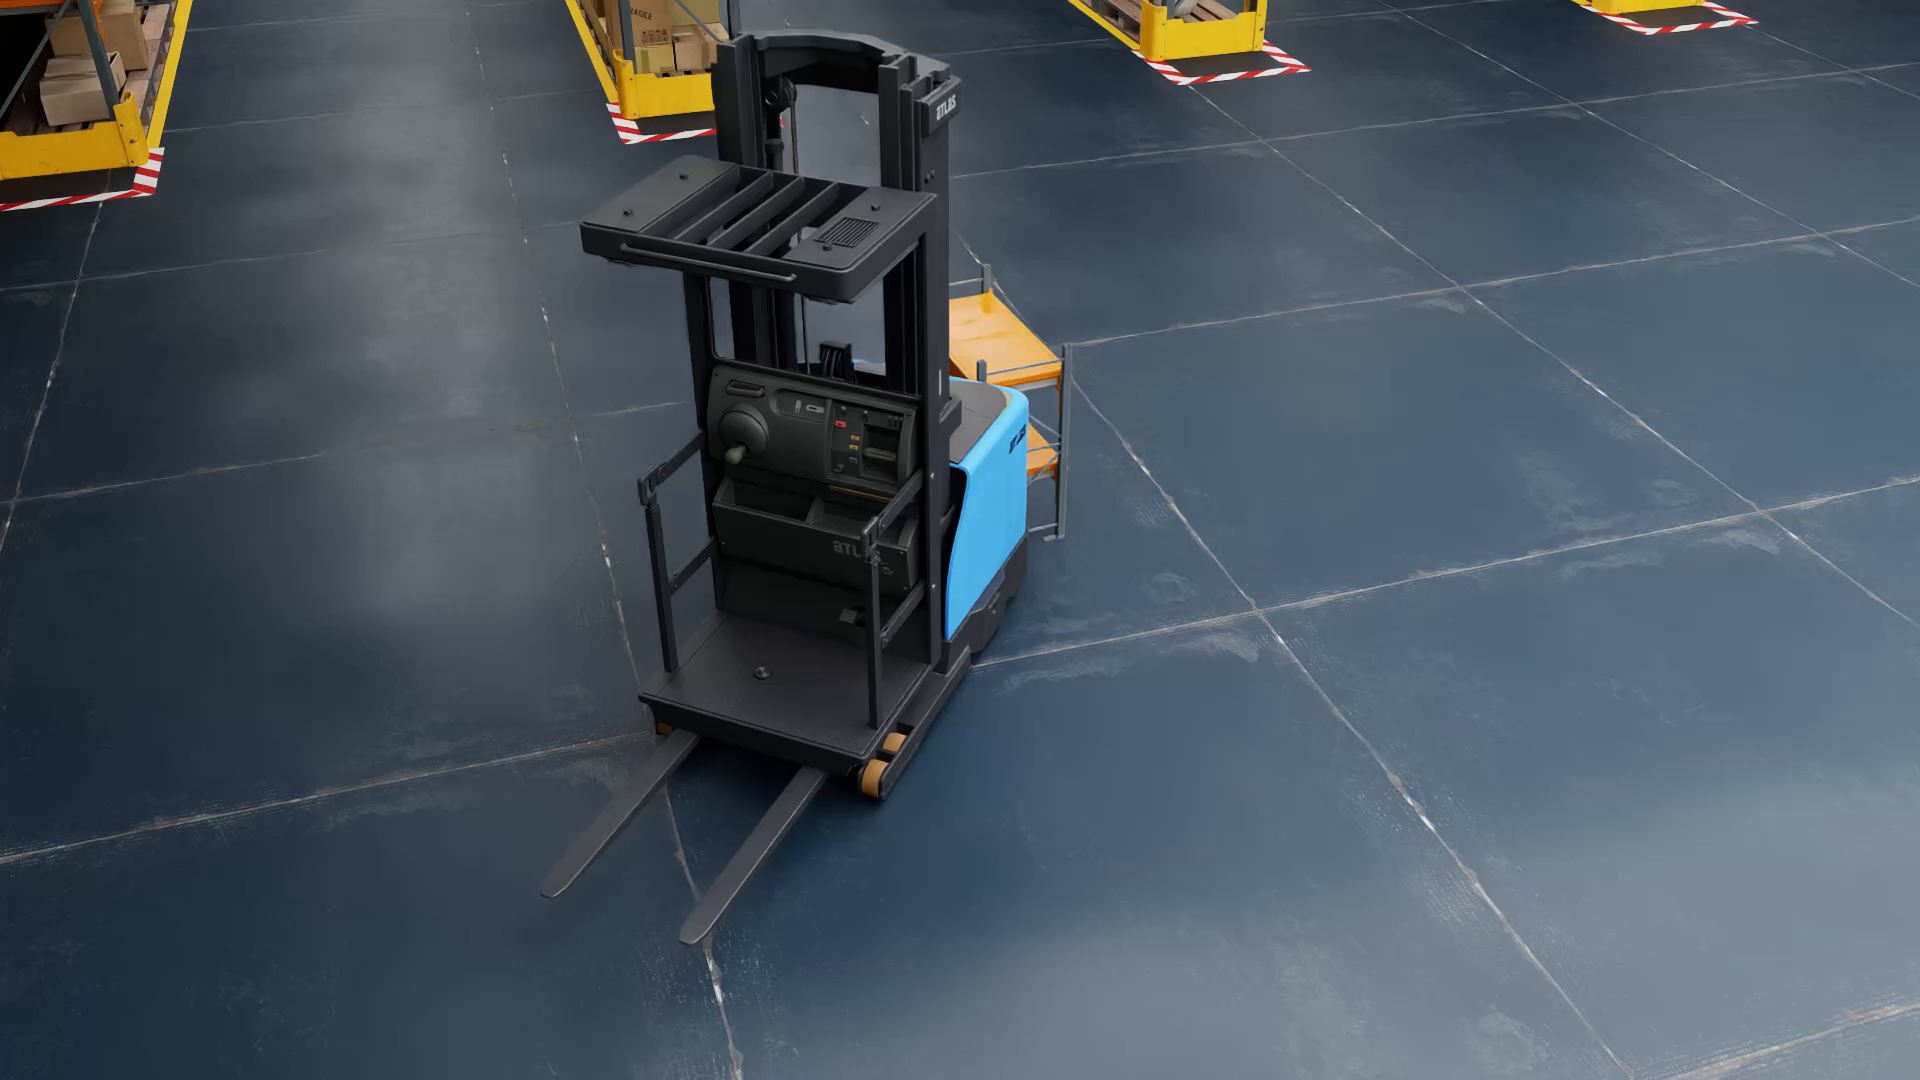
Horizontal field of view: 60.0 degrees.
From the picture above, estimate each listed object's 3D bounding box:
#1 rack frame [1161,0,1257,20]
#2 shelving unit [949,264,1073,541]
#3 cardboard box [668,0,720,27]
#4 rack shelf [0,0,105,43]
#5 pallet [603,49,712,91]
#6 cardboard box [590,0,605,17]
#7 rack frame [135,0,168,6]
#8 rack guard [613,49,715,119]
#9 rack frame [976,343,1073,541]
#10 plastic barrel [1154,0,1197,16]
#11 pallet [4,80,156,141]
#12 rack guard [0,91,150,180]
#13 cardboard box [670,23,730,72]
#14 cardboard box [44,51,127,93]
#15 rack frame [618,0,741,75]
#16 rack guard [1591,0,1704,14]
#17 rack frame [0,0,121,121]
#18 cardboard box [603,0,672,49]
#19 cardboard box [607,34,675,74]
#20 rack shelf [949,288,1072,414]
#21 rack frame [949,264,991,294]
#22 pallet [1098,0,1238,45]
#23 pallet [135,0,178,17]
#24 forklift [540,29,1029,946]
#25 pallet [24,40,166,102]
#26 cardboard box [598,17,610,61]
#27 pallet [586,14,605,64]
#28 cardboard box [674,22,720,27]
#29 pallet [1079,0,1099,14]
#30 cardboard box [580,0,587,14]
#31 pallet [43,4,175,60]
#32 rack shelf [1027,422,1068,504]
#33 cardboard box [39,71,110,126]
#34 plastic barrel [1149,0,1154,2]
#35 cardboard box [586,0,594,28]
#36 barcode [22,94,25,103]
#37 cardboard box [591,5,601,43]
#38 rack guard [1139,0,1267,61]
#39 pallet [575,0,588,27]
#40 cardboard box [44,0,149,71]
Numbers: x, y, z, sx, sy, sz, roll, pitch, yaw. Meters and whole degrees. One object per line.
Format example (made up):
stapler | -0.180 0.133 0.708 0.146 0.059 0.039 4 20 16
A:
rack frame | 2.354 -5.863 14.901 1.000 3.000 0.127 -10 35 -15
shelving unit | 0.122 -0.702 8.791 0.538 1.125 1.048 -13 36 -18
cardboard box | -2.471 -4.954 14.959 0.500 0.500 0.500 -10 35 -15
rack shelf | -7.691 -4.947 14.168 1.077 0.370 4.000 -10 35 -15
pallet | -2.638 -4.263 15.009 1.003 0.211 1.213 -10 35 -15
cardboard box | -3.130 -5.127 15.221 0.500 0.500 0.500 -10 35 -15
rack frame | -8.301 -6.297 15.558 1.000 3.000 0.127 -10 35 -15
rack guard | -2.357 -3.976 14.314 1.175 0.500 0.348 -10 35 -15
rack frame | 0.316 -0.442 8.399 0.500 1.125 0.032 -13 36 -18
plastic barrel | 2.080 -5.333 15.975 0.421 0.512 0.421 0 33 0
pallet | -7.318 -3.506 13.864 1.003 0.211 1.213 -10 35 -15
rack guard | -7.104 -3.194 13.130 1.175 0.500 0.348 -10 35 -15
cardboard box | -2.316 -4.379 14.769 0.500 0.250 0.500 -10 35 -15
cardboard box | -7.380 -3.936 14.026 0.500 0.311 0.500 -7 34 -11
rack frame | -2.364 -5.032 13.644 1.000 3.000 0.127 -10 35 -15
rack guard | 7.048 -5.693 16.911 1.175 0.500 0.348 -10 35 -15
rack frame | -7.081 -4.197 12.380 1.000 3.000 0.127 -10 35 -15
cardboard box | -2.811 -4.604 14.430 0.500 0.500 0.500 -10 35 -15
cardboard box | -2.809 -4.292 14.637 0.500 0.250 0.500 -10 35 -15
rack shelf | 0.122 -0.946 8.630 0.538 0.278 1.000 -13 36 -18
rack frame | -0.071 -0.961 9.184 0.500 1.125 0.032 -13 36 -18
pallet | 2.043 -5.159 16.365 1.003 0.211 1.213 -10 35 -15
pallet | -8.540 -5.542 16.945 1.003 0.211 1.213 -10 35 -15
forklift | -0.701 -0.391 6.682 1.130 2.935 3.031 13 36 19
pallet | -7.687 -4.145 14.831 1.003 0.211 1.213 -10 35 -15
cardboard box | -2.973 -4.552 15.031 0.500 0.250 0.500 -10 35 -15
pallet | -3.006 -4.902 15.977 1.003 0.211 1.213 -10 35 -15
cardboard box | -2.472 -4.641 15.165 0.500 0.250 0.500 -10 35 -15
pallet | 1.675 -5.798 17.333 1.003 0.211 1.213 -10 35 -15
cardboard box | -3.437 -5.339 16.221 0.500 0.250 0.500 -10 35 -15
pallet | -8.063 -4.787 15.802 1.003 0.211 1.213 -10 35 -15
rack shelf | 0.122 -0.498 8.926 0.538 0.278 1.000 -13 36 -18
cardboard box | -7.206 -3.637 13.573 0.500 0.311 0.500 -14 36 -20
plastic barrel | 1.928 -5.596 16.373 0.421 0.512 0.421 0 33 0
cardboard box | -3.278 -5.077 15.826 0.500 0.250 0.500 -10 35 -15
barcode | -7.593 -3.583 13.483 0.001 0.075 0.075 -10 35 -15
cardboard box | -3.128 -4.814 15.428 0.500 0.250 0.500 -10 35 -15
rack guard | 2.286 -4.852 15.639 1.175 0.500 0.348 -10 35 -15
pallet | -3.382 -5.544 16.948 1.003 0.211 1.213 -10 35 -15
cardboard box | -7.556 -4.409 14.569 0.700 0.500 0.500 -12 35 -18
